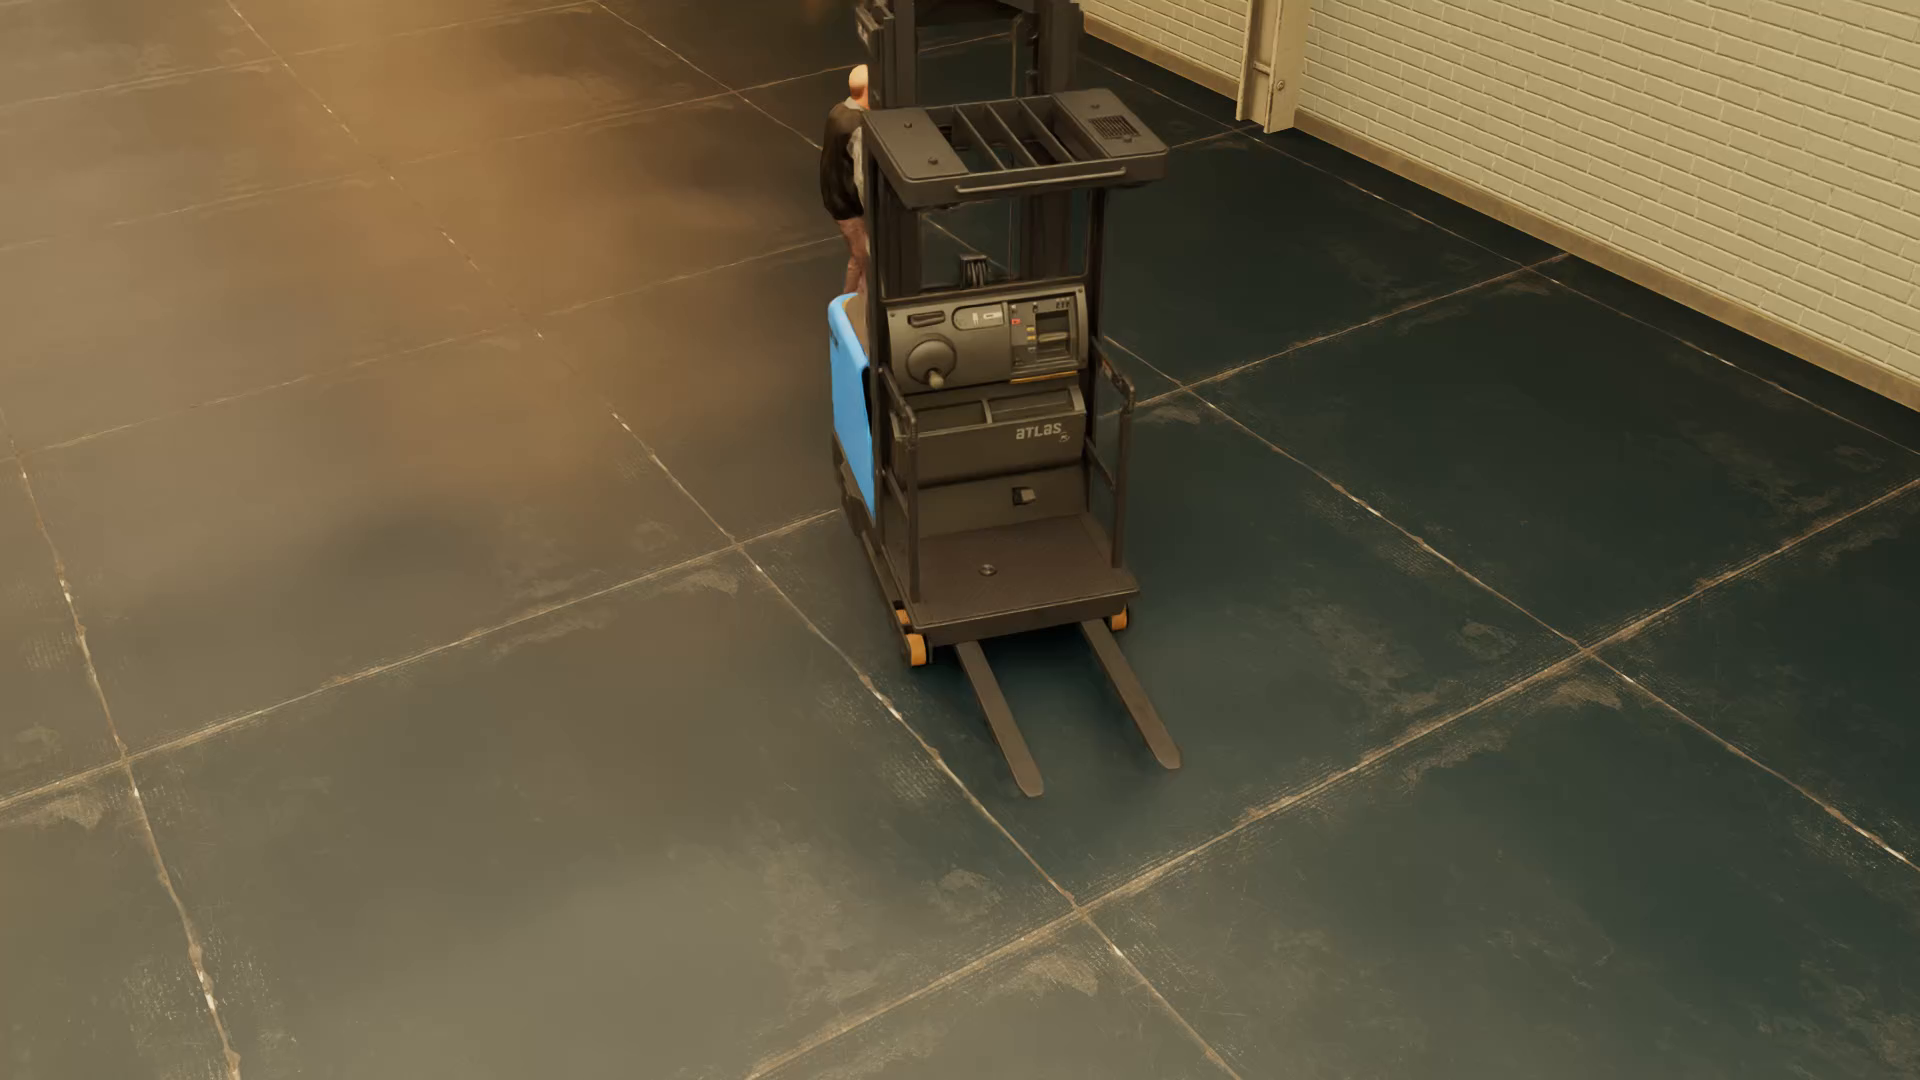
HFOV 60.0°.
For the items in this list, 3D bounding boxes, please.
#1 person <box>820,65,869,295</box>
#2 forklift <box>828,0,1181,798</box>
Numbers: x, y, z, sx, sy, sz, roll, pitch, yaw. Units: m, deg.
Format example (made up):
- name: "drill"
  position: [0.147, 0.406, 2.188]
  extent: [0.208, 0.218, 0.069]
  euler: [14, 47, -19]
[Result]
- name: "person"
  position: [-0.619, -2.008, 10.060]
  extent: [0.421, 1.720, 0.589]
  euler: [-11, 37, -15]
- name: "forklift"
  position: [0.192, -0.853, 7.361]
  extent: [1.130, 2.935, 3.031]
  euler: [-9, 36, -13]
